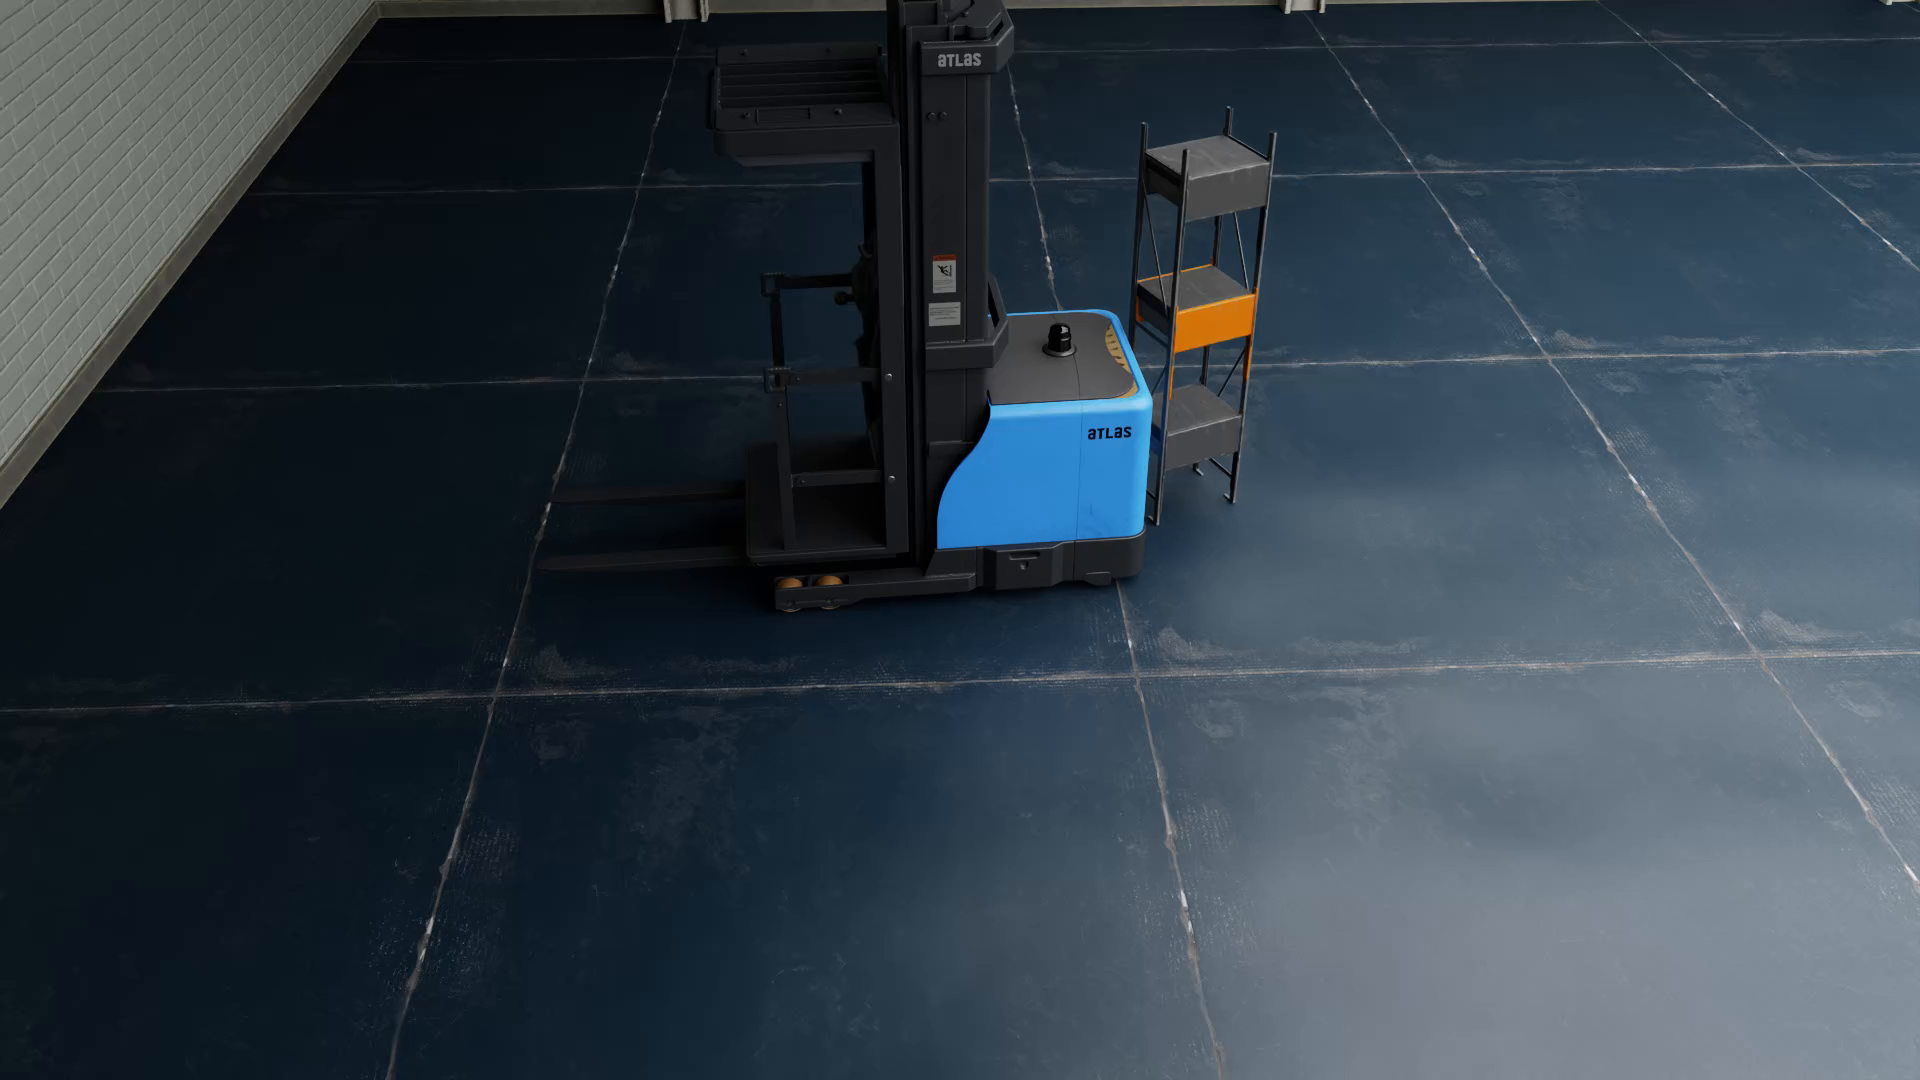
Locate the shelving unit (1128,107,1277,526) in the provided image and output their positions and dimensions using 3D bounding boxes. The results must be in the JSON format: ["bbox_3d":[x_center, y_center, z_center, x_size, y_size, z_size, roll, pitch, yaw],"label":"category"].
[{"bbox_3d":[1.187,-1.103,8.535,0.503,2.100,0.431,-16,38,-21],"label":"shelving unit"}]

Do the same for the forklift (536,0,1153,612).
[{"bbox_3d":[-0.620,-1.166,7.895,3.031,2.935,1.130,-4,35,-5],"label":"forklift"}]

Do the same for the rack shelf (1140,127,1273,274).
[{"bbox_3d":[1.187,-1.667,8.144,0.480,0.518,0.431,-16,38,-21],"label":"rack shelf"}]

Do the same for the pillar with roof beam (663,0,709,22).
[{"bbox_3d":[-2.438,-6.317,10.006,0.400,9.000,9.100,-2,35,-2],"label":"pillar with roof beam"}]

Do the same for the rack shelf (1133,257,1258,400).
[{"bbox_3d":[1.187,-1.092,8.543,0.480,0.518,0.431,-16,38,-21],"label":"rack shelf"}]

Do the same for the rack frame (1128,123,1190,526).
[{"bbox_3d":[0.969,-1.041,8.446,0.015,2.100,0.400,-16,38,-21],"label":"rack frame"}]

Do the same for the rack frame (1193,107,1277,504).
[{"bbox_3d":[1.406,-1.165,8.624,0.015,2.100,0.400,-16,38,-21],"label":"rack frame"}]

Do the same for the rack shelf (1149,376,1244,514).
[{"bbox_3d":[1.187,-0.516,8.941,0.480,0.518,0.431,-16,38,-21],"label":"rack shelf"}]

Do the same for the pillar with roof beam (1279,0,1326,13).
[{"bbox_3d":[3.555,-6.478,10.239,0.400,9.000,9.100,-2,35,-2],"label":"pillar with roof beam"}]
